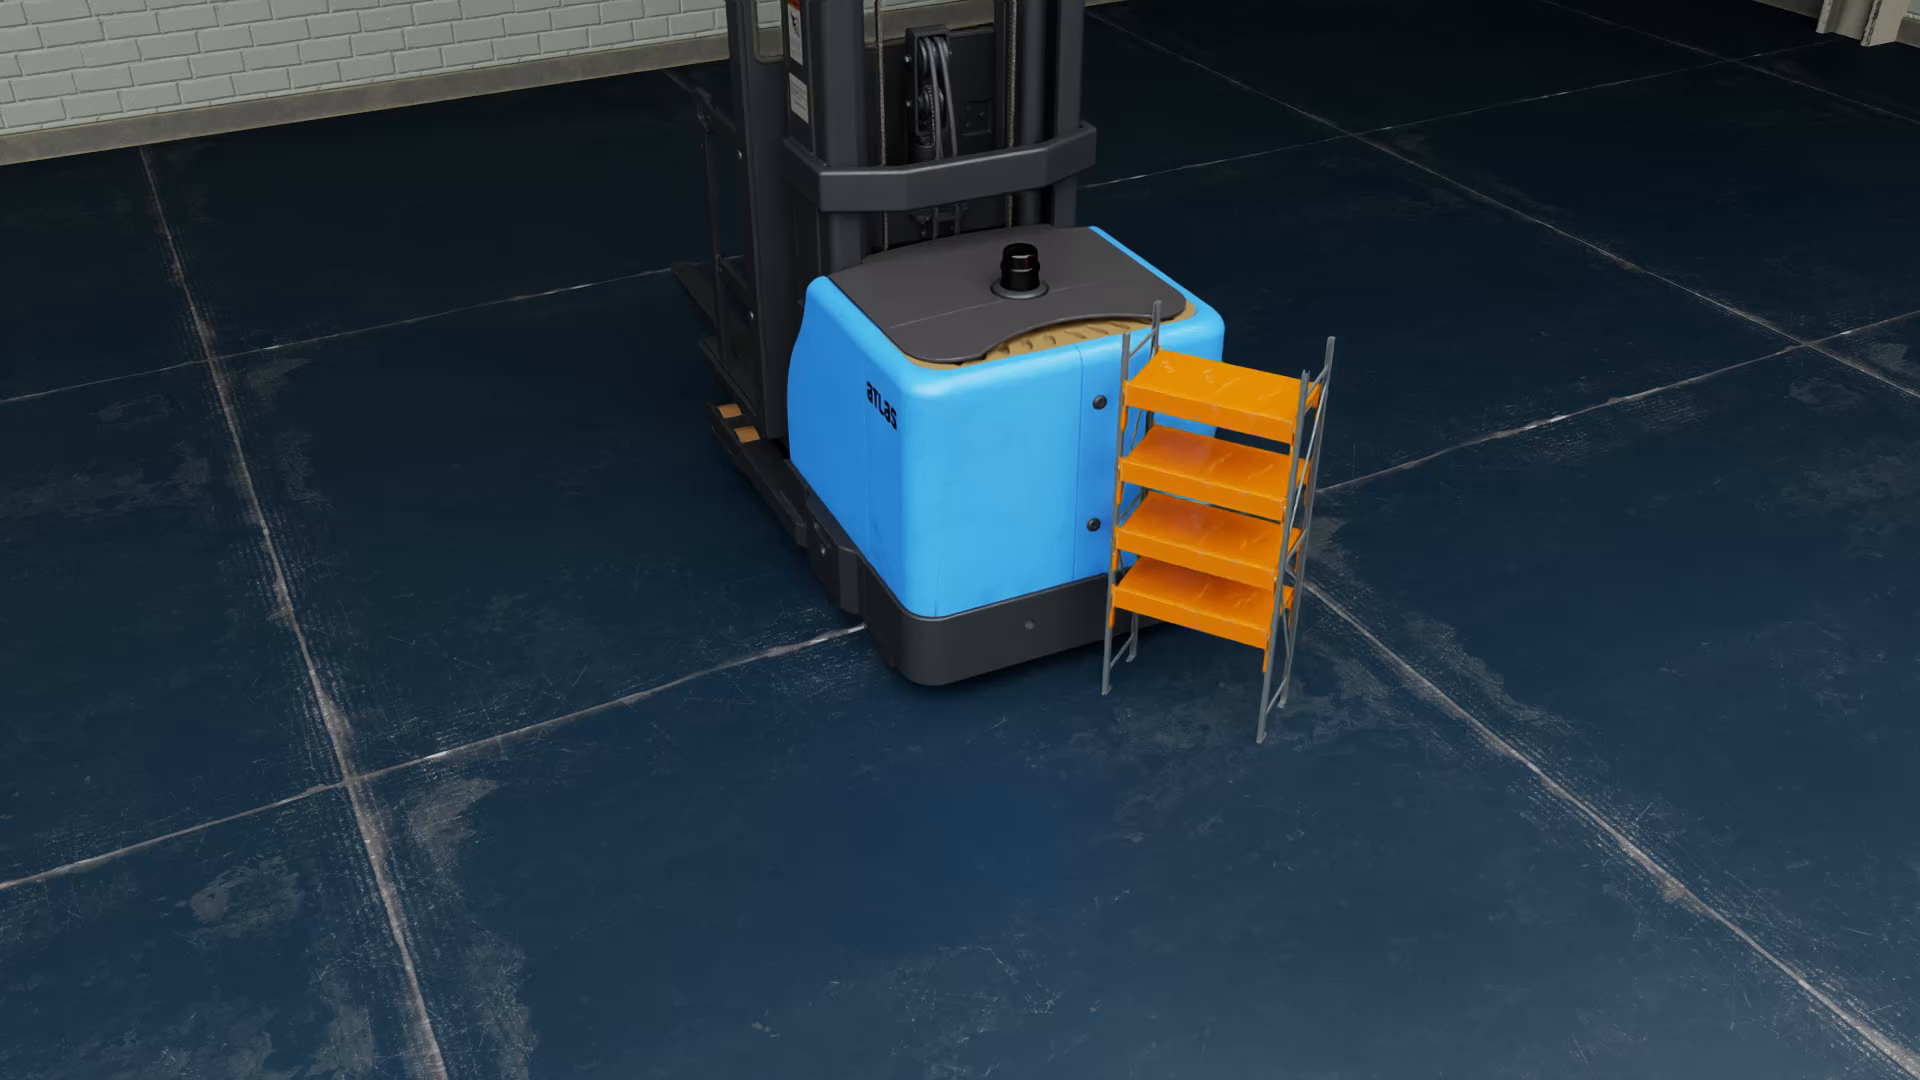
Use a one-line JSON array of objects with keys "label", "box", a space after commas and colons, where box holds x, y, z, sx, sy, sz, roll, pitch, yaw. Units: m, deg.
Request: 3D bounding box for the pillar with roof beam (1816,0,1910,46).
[{"label": "pillar with roof beam", "box": [2.078, -6.017, 6.801, 9.100, 9.000, 0.400, -16, 36, -23]}]

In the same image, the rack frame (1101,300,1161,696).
[{"label": "rack frame", "box": [0.489, -0.092, 4.782, 0.015, 1.200, 0.240, 16, 36, 23]}]

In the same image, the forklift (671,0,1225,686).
[{"label": "forklift", "box": [-0.301, -1.580, 5.500, 1.130, 2.935, 3.031, -14, 35, -21]}]

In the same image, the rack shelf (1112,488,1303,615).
[{"label": "rack shelf", "box": [0.705, 0.025, 4.723, 0.480, 0.148, 0.258, 16, 36, 23]}]

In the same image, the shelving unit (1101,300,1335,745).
[{"label": "shelving unit", "box": [0.705, -0.032, 4.687, 0.503, 1.200, 0.258, 16, 36, 23]}]

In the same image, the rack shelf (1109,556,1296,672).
[{"label": "rack shelf", "box": [0.705, 0.192, 4.830, 0.480, 0.148, 0.258, 16, 36, 23]}]

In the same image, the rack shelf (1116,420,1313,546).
[{"label": "rack shelf", "box": [0.705, -0.163, 4.603, 0.480, 0.148, 0.258, 16, 36, 23]}]

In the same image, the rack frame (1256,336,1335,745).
[{"label": "rack frame", "box": [0.922, 0.029, 4.592, 0.015, 1.200, 0.240, 16, 36, 23]}]

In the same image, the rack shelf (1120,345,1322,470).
[{"label": "rack shelf", "box": [0.705, -0.362, 4.475, 0.480, 0.148, 0.258, 16, 36, 23]}]
